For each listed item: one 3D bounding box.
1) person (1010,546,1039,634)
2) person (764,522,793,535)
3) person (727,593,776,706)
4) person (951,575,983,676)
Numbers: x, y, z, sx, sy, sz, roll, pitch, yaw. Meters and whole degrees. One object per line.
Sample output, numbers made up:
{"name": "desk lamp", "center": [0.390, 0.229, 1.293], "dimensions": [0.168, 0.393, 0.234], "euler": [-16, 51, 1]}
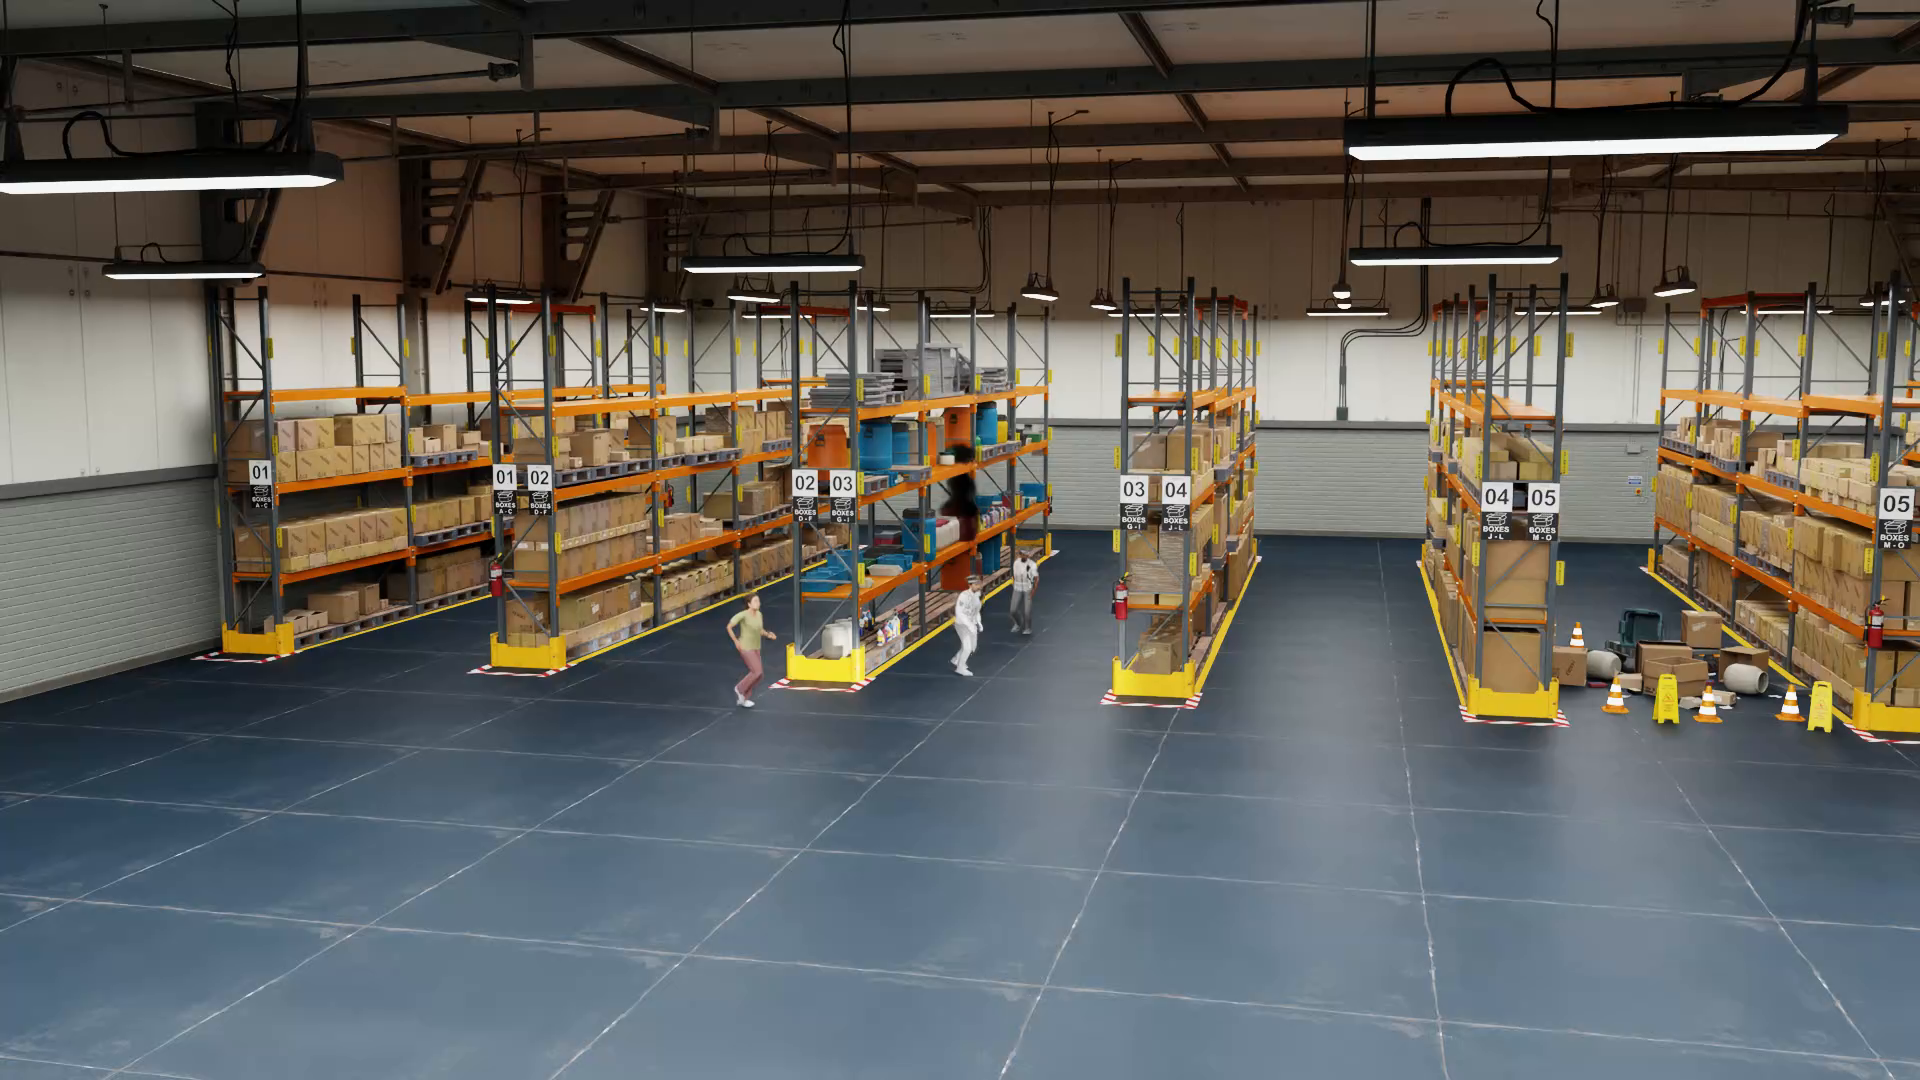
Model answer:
{"name": "person", "center": [1.126, 0.883, 28.945], "dimensions": [0.551, 1.573, 0.675], "euler": [2, 7, 17]}
{"name": "person", "center": [-4.700, -0.865, 43.416], "dimensions": [0.932, 1.847, 0.679], "euler": [3, 7, 23]}
{"name": "person", "center": [-2.898, 1.538, 23.169], "dimensions": [0.616, 1.615, 0.582], "euler": [5, 8, 35]}
{"name": "person", "center": [0.055, 1.297, 25.485], "dimensions": [0.735, 1.608, 0.574], "euler": [6, 9, 41]}
